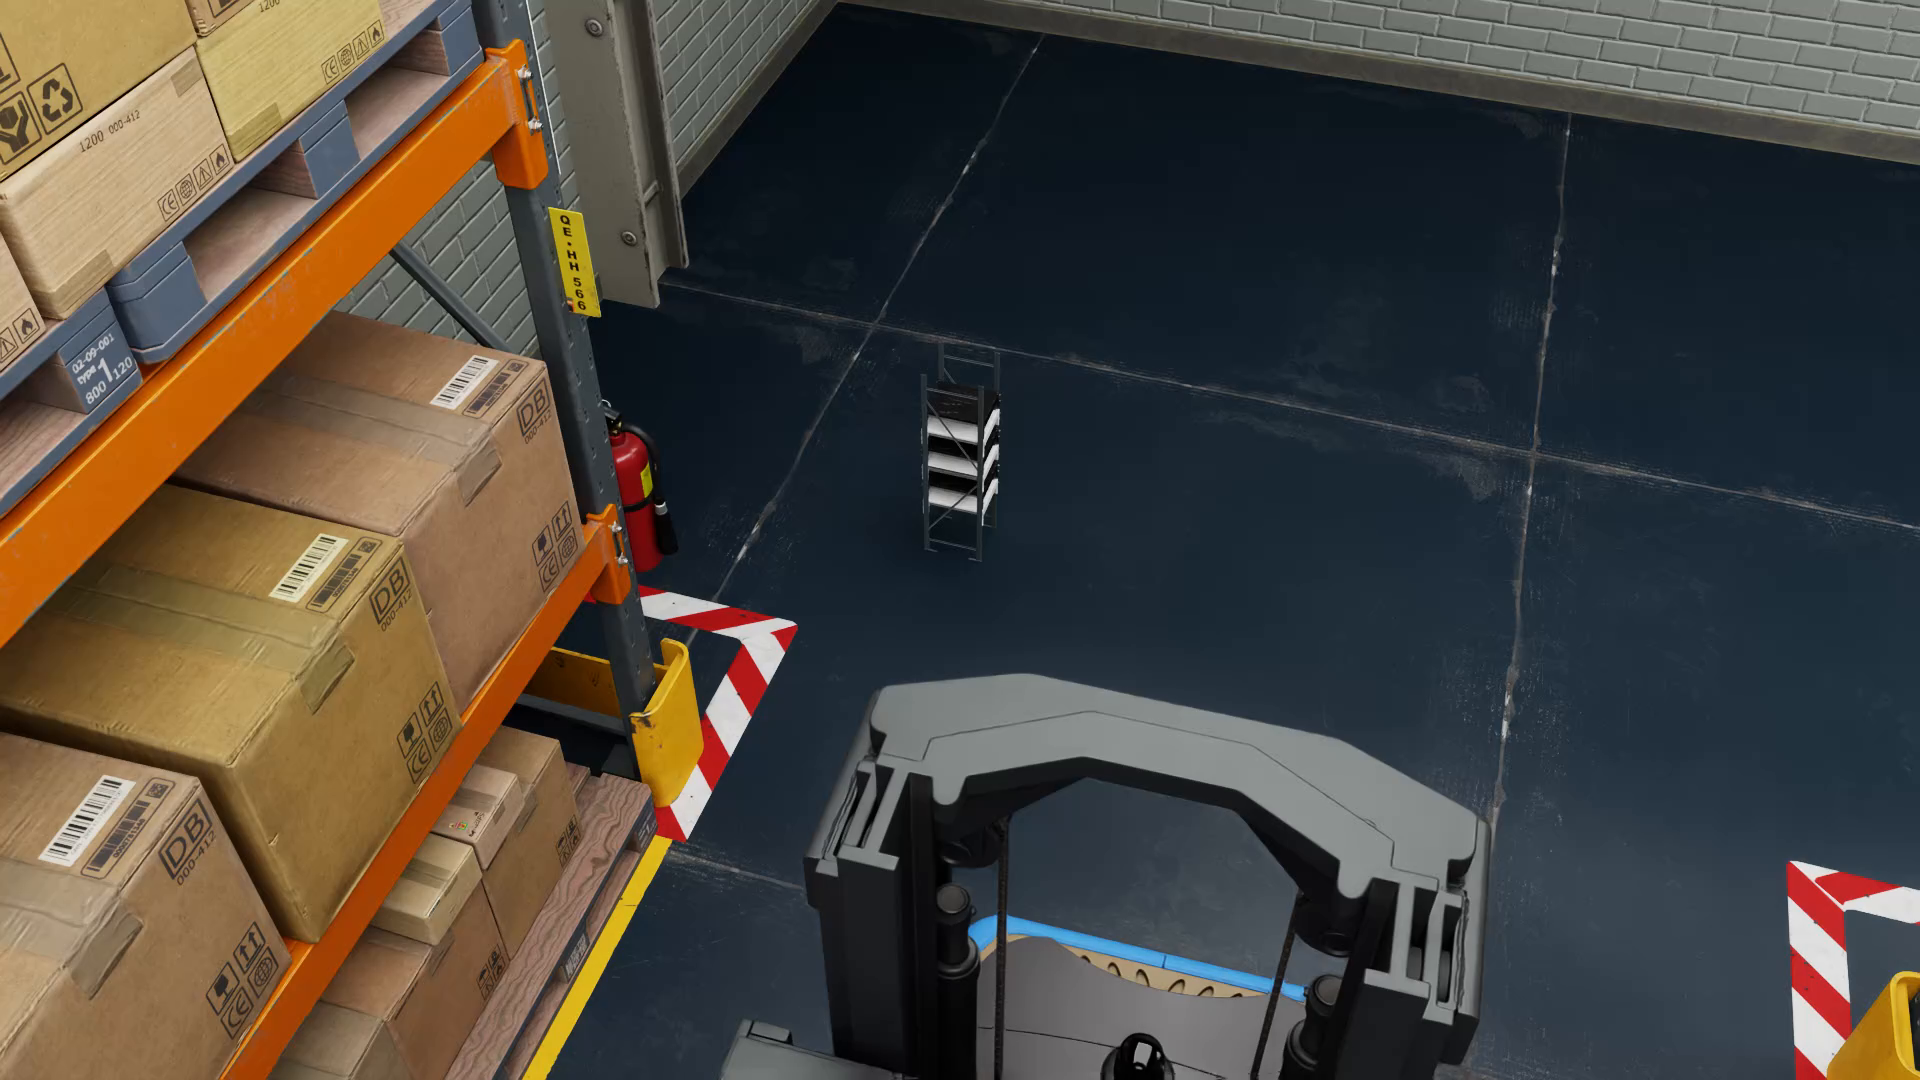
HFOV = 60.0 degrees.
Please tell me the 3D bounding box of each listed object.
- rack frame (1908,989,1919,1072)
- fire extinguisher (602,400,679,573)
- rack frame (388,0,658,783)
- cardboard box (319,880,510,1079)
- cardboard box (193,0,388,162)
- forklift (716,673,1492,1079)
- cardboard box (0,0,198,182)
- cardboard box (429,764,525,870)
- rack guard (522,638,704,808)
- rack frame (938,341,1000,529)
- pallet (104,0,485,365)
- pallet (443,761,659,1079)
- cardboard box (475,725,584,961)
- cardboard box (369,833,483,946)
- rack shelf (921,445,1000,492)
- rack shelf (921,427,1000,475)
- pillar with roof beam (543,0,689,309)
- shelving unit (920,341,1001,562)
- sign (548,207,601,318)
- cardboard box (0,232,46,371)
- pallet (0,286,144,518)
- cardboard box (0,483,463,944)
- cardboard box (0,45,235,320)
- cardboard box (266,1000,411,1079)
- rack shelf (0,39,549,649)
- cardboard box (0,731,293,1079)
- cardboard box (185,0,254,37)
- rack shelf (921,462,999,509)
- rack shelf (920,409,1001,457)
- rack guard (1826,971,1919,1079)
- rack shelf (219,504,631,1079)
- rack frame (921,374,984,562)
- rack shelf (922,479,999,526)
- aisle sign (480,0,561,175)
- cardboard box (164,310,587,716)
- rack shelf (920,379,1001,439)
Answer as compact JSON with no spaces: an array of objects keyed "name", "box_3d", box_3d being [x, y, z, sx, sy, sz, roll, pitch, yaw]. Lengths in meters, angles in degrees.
[{"name":"rack frame","box_3d":[3.201,0.699,3.891,1.000,3.000,0.127,13,46,13]},{"name":"fire extinguisher","box_3d":[-1.036,-0.190,5.121,0.296,0.674,0.183,13,46,13]},{"name":"rack frame","box_3d":[-1.521,-0.348,4.961,1.000,3.000,0.127,13,46,13]},{"name":"cardboard box","box_3d":[-1.789,1.216,4.849,0.700,0.500,0.500,12,46,12]},{"name":"cardboard box","box_3d":[-1.490,-1.008,3.226,0.500,0.250,0.500,14,46,14]},{"name":"forklift","box_3d":[0.112,1.750,2.866,1.130,2.935,3.031,11,45,11]},{"name":"cardboard box","box_3d":[-1.645,-0.944,2.624,0.500,0.500,0.500,14,46,14]},{"name":"cardboard box","box_3d":[-1.503,0.775,4.836,0.380,0.149,0.250,12,46,12]},{"name":"rack guard","box_3d":[-1.514,0.529,5.852,1.175,0.500,0.348,13,46,13]},{"name":"rack frame","box_3d":[0.033,-0.395,6.510,0.240,0.900,0.006,13,46,13]},{"name":"pallet","box_3d":[-1.736,-0.892,3.435,1.003,0.211,1.213,13,46,13]},{"name":"pallet","box_3d":[-1.689,1.198,5.375,1.003,0.211,1.213,13,46,13]},{"name":"cardboard box","box_3d":[-1.638,0.883,5.190,0.700,0.500,0.500,13,46,13]},{"name":"cardboard box","box_3d":[-1.580,0.946,4.662,0.380,0.149,0.250,14,46,14]},{"name":"rack shelf","box_3d":[0.002,-0.303,6.464,0.258,0.077,0.200,13,46,13]},{"name":"rack shelf","box_3d":[0.002,-0.368,6.401,0.258,0.077,0.200,13,46,13]},{"name":"pillar with roof beam","box_3d":[2.575,-3.563,3.958,9.100,9.000,0.400,13,46,13]},{"name":"shelving unit","box_3d":[0.002,-0.327,6.441,0.258,0.900,0.210,13,46,13]},{"name":"sign","box_3d":[-1.008,-0.723,4.346,0.100,0.325,0.005,13,46,13]},{"name":"cardboard box","box_3d":[-1.800,-0.313,2.516,0.500,0.250,0.500,11,45,11]},{"name":"pallet","box_3d":[-2.104,-0.076,2.602,1.003,0.211,1.213,13,46,13]},{"name":"cardboard box","box_3d":[-1.876,0.374,4.009,0.980,0.700,0.700,12,46,12]},{"name":"cardboard box","box_3d":[-1.647,-0.661,2.872,0.500,0.250,0.500,11,45,11]},{"name":"cardboard box","box_3d":[-1.941,1.552,4.506,0.700,0.500,0.500,11,45,11]},{"name":"rack shelf","box_3d":[-2.127,0.170,2.801,1.077,0.370,4.000,13,46,13]},{"name":"cardboard box","box_3d":[-2.116,0.880,3.491,0.980,0.700,0.700,10,45,11]},{"name":"cardboard box","box_3d":[-1.483,-1.275,2.963,0.500,0.500,0.500,12,46,12]},{"name":"rack shelf","box_3d":[0.002,-0.239,6.527,0.258,0.077,0.200,13,46,13]},{"name":"rack shelf","box_3d":[0.002,-0.432,6.338,0.258,0.077,0.200,13,46,13]},{"name":"rack guard","box_3d":[3.178,1.643,4.714,1.175,0.500,0.348,13,46,13]},{"name":"rack shelf","box_3d":[-2.127,1.242,3.850,1.077,0.370,4.000,13,46,13]},{"name":"rack frame","box_3d":[-0.028,-0.259,6.372,0.240,0.900,0.006,13,46,13]},{"name":"rack shelf","box_3d":[0.002,-0.175,6.590,0.258,0.077,0.200,13,46,13]},{"name":"aisle sign","box_3d":[-1.214,-1.262,4.036,0.394,0.787,0.004,13,46,13]},{"name":"cardboard box","box_3d":[-1.666,-0.113,4.507,0.980,0.700,0.700,14,46,14]},{"name":"rack shelf","box_3d":[0.002,-0.496,6.275,0.258,0.077,0.200,13,46,13]}]
